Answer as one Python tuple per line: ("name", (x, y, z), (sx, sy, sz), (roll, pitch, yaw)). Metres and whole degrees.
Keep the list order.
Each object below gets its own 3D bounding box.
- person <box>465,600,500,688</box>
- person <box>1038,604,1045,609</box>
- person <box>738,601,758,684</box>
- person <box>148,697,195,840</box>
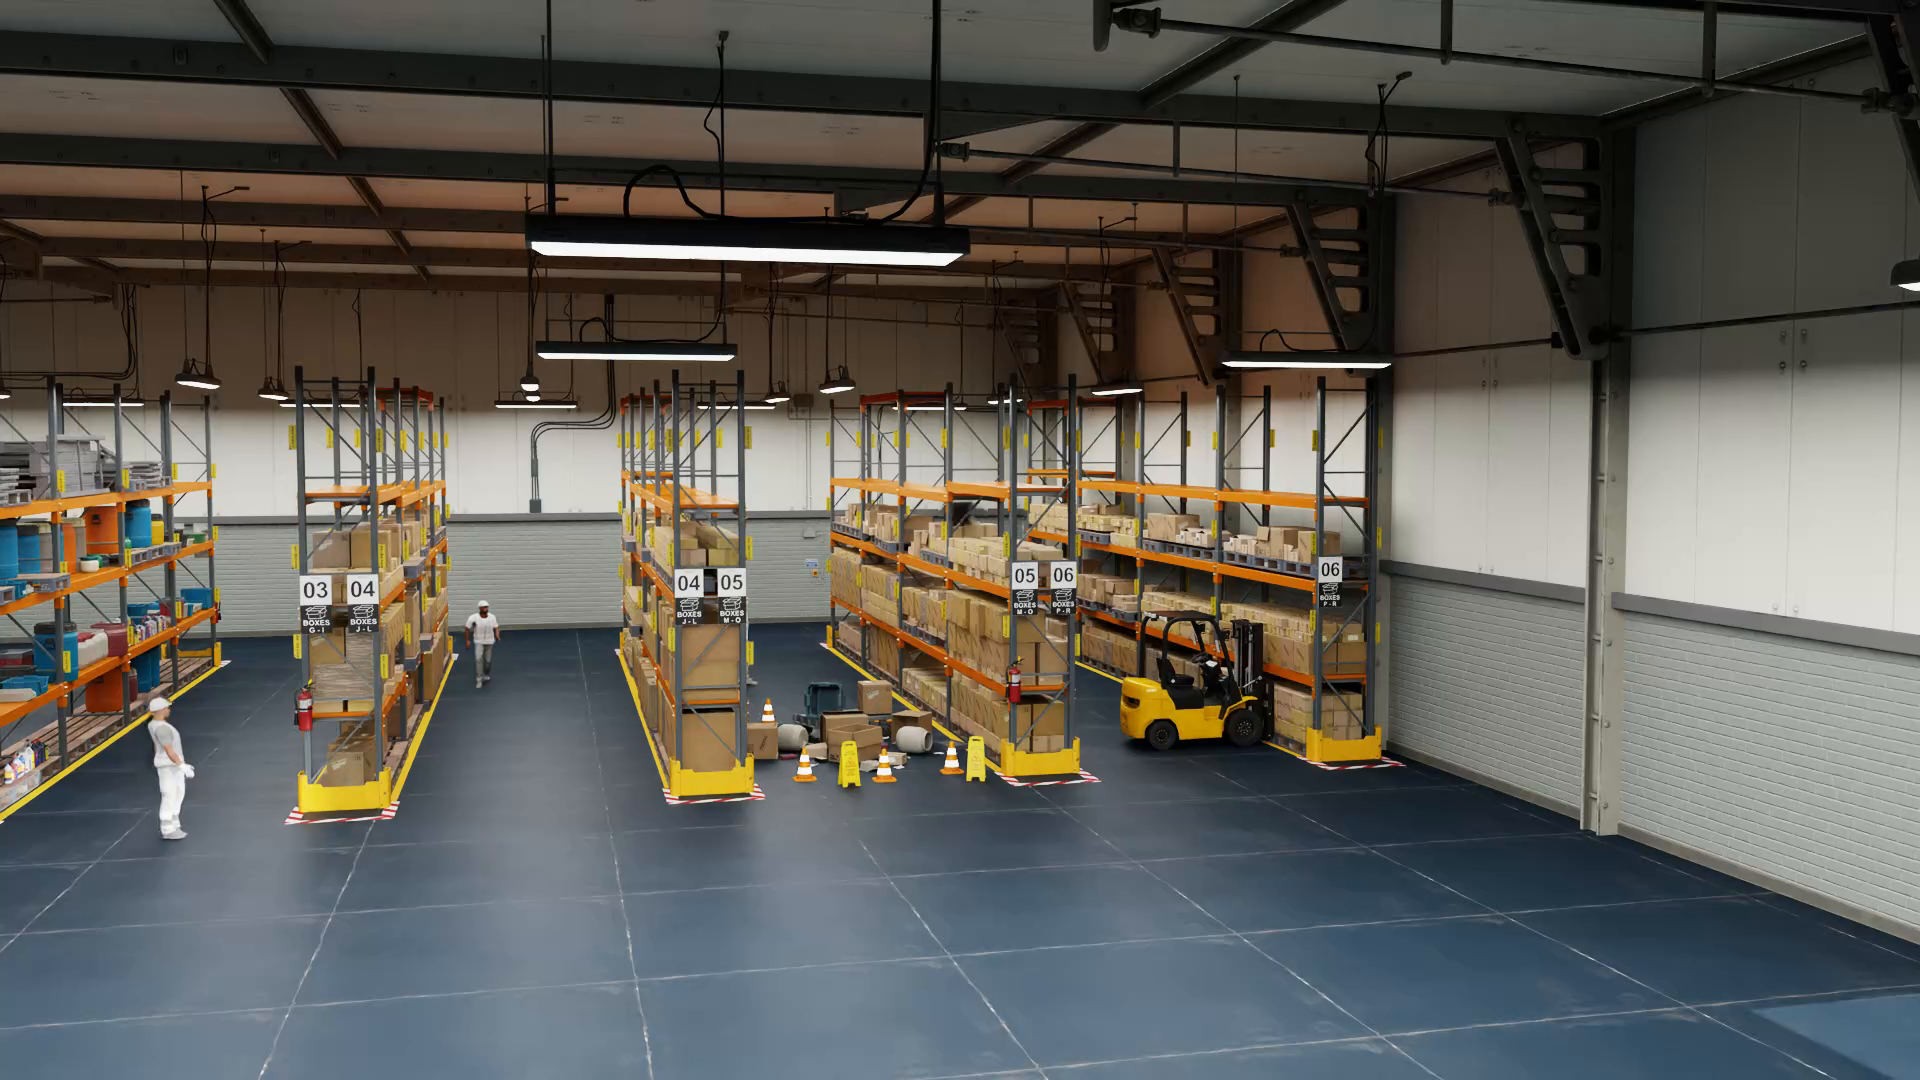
("person", (-9.792, 2.121, 34.111), (0.702, 1.769, 0.953), (-1, 4, -15))
("person", (1.575, 2.131, 33.961), (0.365, 1.696, 0.525), (-1, 4, -14))
("person", (-4.457, 2.065, 34.262), (0.512, 1.801, 0.601), (-1, 4, -19))
("person", (-9.915, 2.884, 20.962), (0.601, 1.835, 0.632), (-1, 3, -9))
